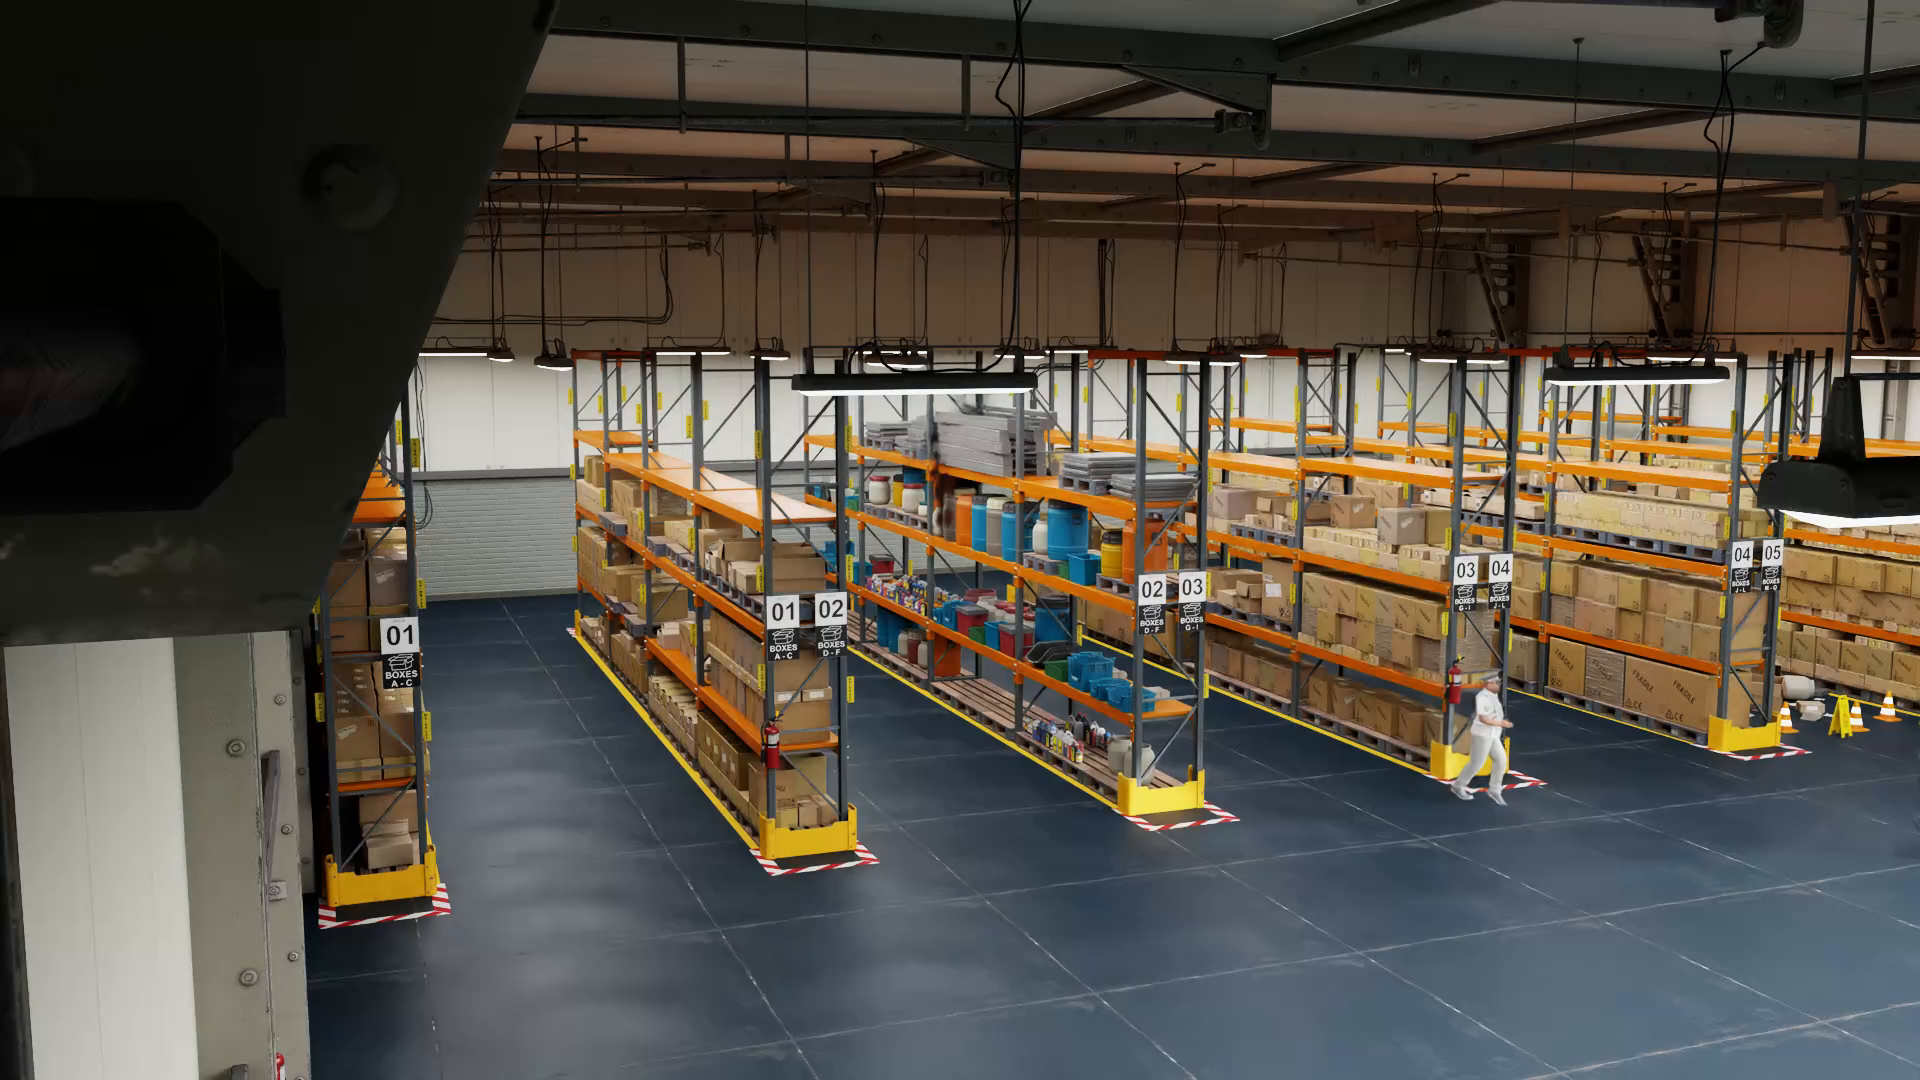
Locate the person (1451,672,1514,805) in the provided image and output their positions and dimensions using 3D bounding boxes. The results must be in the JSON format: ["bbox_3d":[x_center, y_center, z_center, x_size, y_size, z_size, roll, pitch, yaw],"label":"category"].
[{"bbox_3d":[7.099,2.683,22.494,0.763,1.863,0.696,4,8,32],"label":"person"}]
